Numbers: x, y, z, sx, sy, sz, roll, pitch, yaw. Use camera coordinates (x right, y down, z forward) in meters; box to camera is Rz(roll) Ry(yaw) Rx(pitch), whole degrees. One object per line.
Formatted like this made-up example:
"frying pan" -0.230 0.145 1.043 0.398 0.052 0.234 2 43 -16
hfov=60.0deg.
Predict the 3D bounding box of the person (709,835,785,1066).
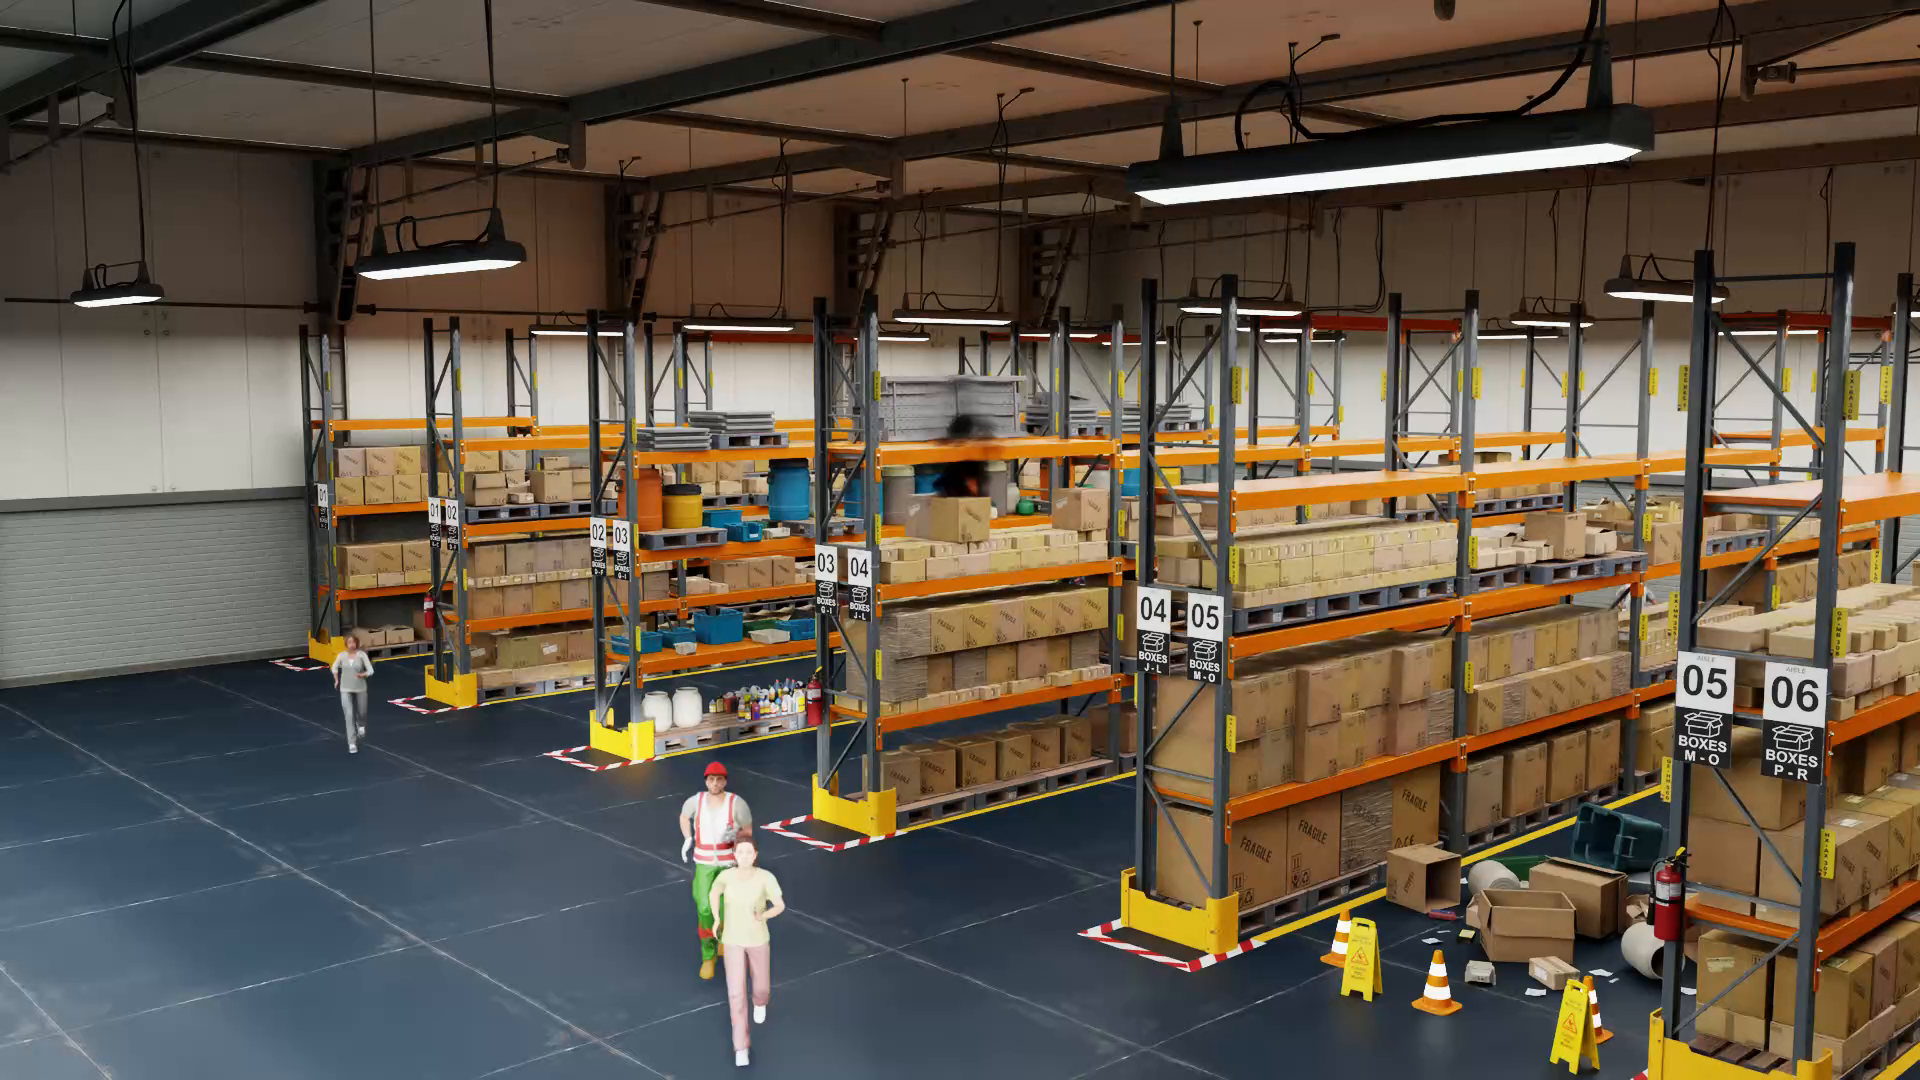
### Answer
"person" -1.628 3.058 12.673 0.587 1.645 0.911 0 6 -4

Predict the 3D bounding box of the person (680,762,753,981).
"person" -2.107 2.829 14.384 0.633 1.844 0.734 -1 6 -6

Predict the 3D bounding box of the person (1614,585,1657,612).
"person" 11.851 1.385 28.891 0.919 1.711 0.811 1 6 9

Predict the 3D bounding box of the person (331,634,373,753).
"person" -8.316 2.070 22.783 0.545 1.574 0.858 -2 6 -19
